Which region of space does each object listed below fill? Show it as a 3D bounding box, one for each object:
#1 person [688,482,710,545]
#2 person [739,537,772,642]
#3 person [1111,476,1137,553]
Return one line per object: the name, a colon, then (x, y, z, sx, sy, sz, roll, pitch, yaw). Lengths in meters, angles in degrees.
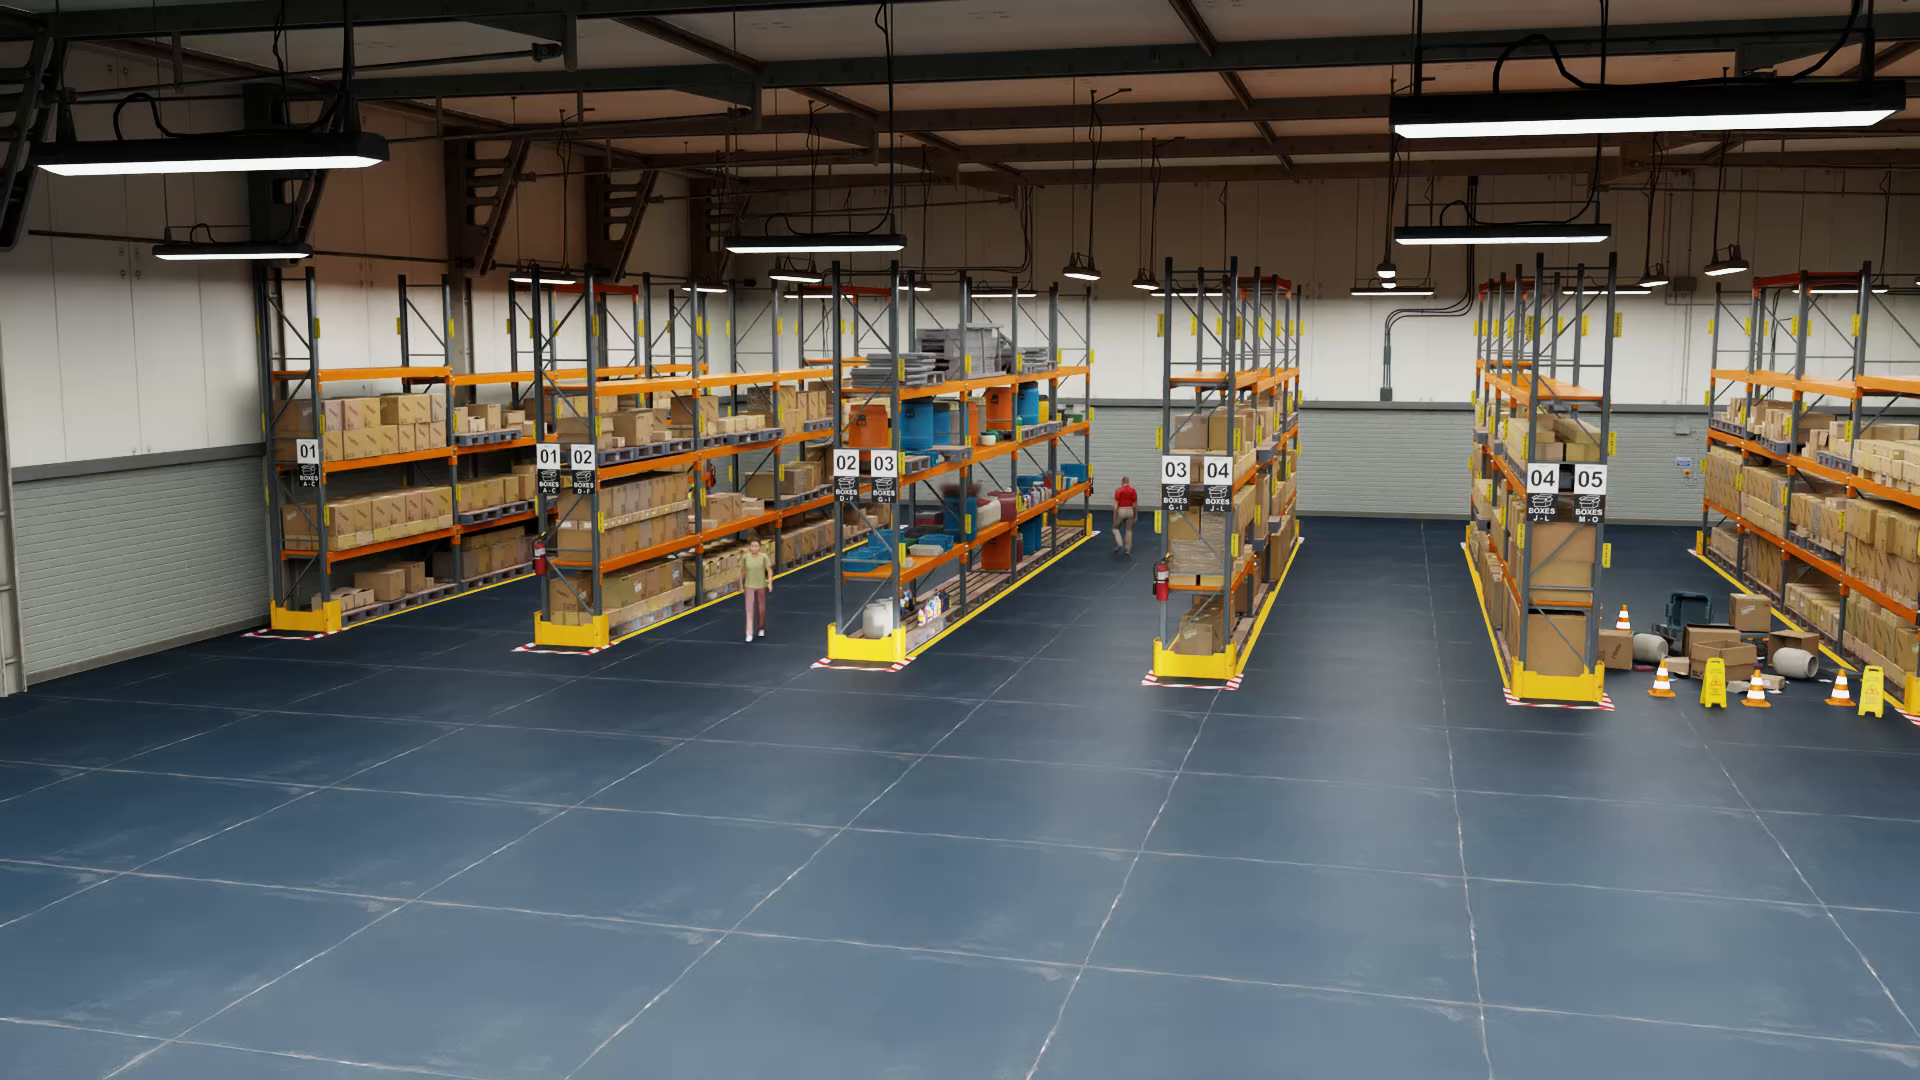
person: (-5.799, -0.496, 36.895, 0.675, 1.659, 0.705, 3, 8, 23)
person: (-3.300, 0.771, 26.897, 0.514, 1.668, 0.765, -2, 7, -13)
person: (3.677, -0.562, 37.121, 0.579, 1.725, 0.431, -2, 8, -15)
